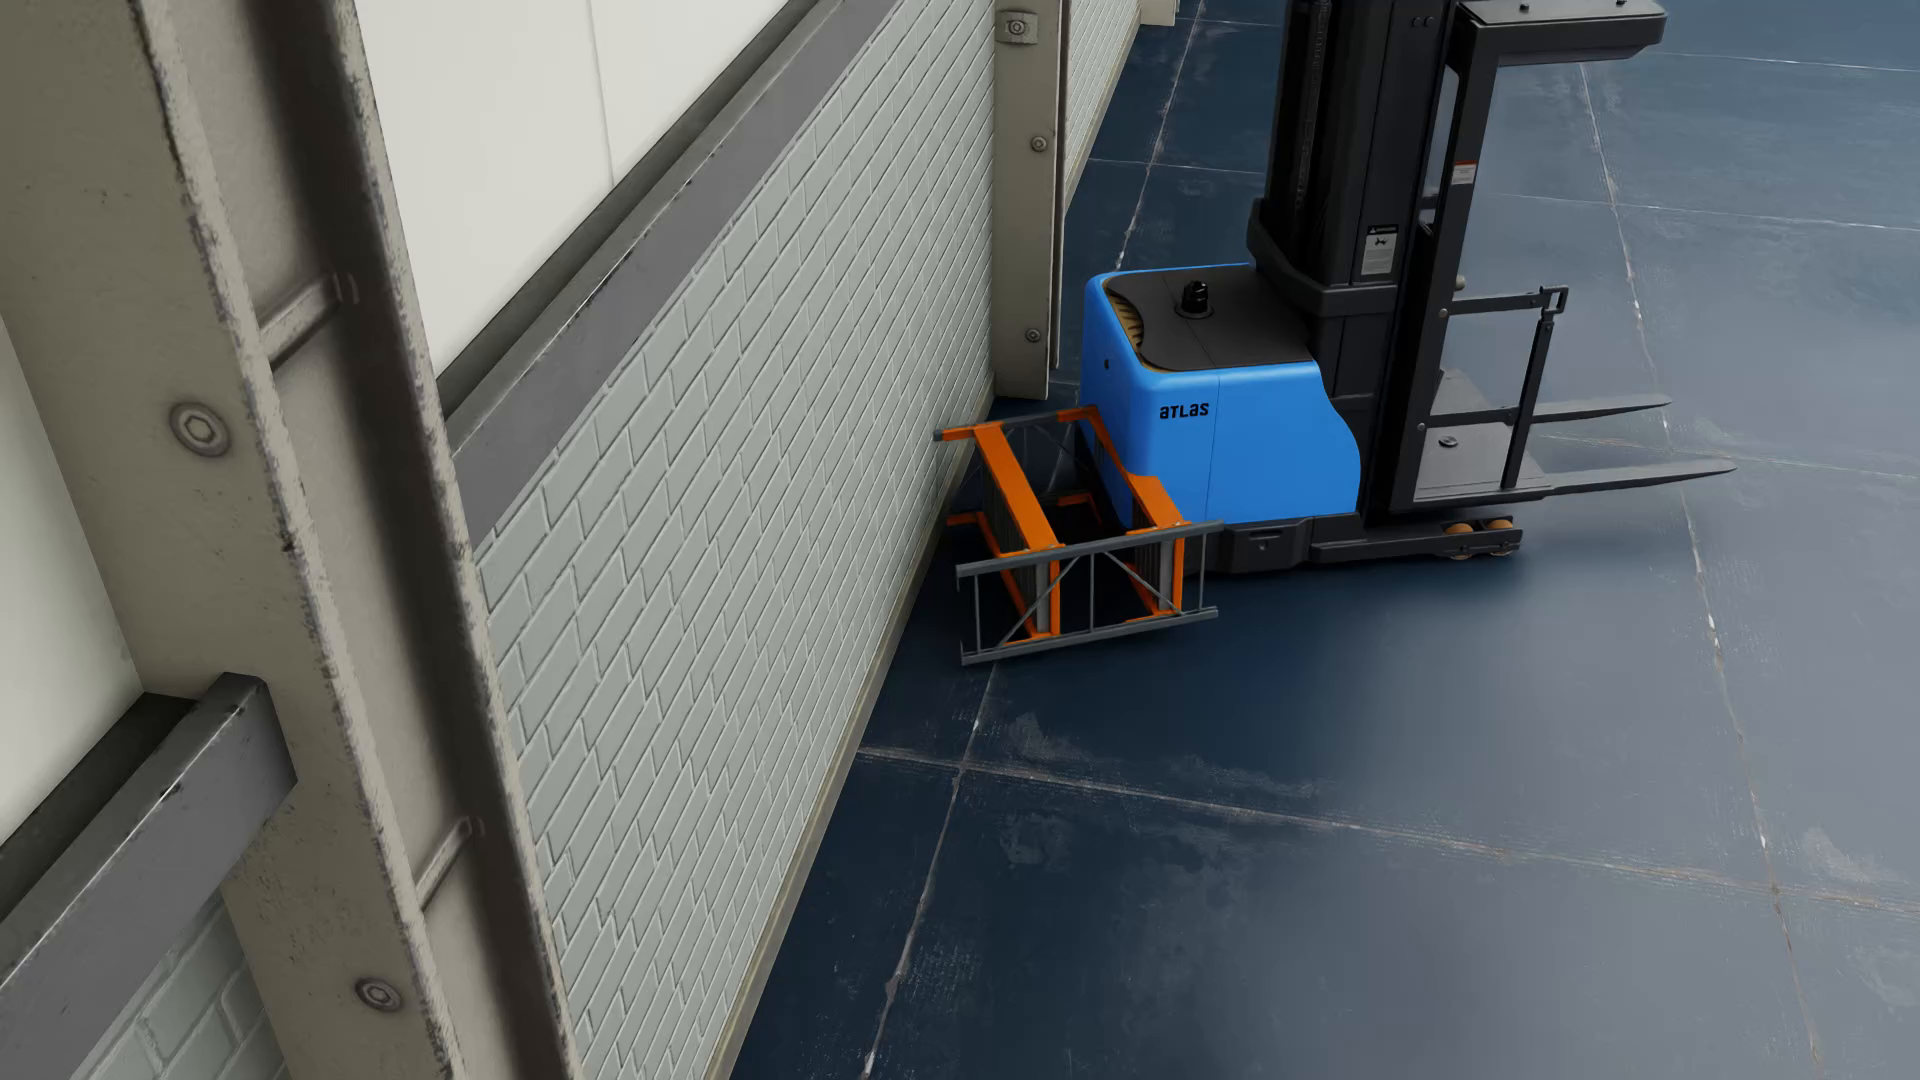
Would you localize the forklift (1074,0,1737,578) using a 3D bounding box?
[{"bbox_3d":[2.121,-1.397,7.180,3.031,2.935,1.130,-5,36,-7],"label":"forklift"}]

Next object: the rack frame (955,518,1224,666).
[{"bbox_3d":[0.540,0.216,6.862,1.125,0.500,0.032,-10,36,-10],"label":"rack frame"}]

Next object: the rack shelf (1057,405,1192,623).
[{"bbox_3d":[0.703,-0.118,7.316,0.278,0.538,1.000,-10,36,-10],"label":"rack shelf"}]

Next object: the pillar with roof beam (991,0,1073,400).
[{"bbox_3d":[4.551,-3.972,5.562,9.100,9.000,0.400,7,37,10],"label":"pillar with roof beam"}]

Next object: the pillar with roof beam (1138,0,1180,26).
[{"bbox_3d":[5.832,-7.412,10.308,9.100,9.000,0.400,7,37,10],"label":"pillar with roof beam"}]

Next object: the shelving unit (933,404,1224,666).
[{"bbox_3d":[0.419,-0.068,7.266,1.125,0.538,1.048,-10,36,-10],"label":"shelving unit"}]

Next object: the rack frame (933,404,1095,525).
[{"bbox_3d":[0.298,-0.353,7.669,1.125,0.500,0.032,-10,36,-10],"label":"rack frame"}]

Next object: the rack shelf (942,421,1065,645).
[{"bbox_3d":[0.182,-0.026,7.224,0.278,0.538,1.000,-10,36,-10],"label":"rack shelf"}]
